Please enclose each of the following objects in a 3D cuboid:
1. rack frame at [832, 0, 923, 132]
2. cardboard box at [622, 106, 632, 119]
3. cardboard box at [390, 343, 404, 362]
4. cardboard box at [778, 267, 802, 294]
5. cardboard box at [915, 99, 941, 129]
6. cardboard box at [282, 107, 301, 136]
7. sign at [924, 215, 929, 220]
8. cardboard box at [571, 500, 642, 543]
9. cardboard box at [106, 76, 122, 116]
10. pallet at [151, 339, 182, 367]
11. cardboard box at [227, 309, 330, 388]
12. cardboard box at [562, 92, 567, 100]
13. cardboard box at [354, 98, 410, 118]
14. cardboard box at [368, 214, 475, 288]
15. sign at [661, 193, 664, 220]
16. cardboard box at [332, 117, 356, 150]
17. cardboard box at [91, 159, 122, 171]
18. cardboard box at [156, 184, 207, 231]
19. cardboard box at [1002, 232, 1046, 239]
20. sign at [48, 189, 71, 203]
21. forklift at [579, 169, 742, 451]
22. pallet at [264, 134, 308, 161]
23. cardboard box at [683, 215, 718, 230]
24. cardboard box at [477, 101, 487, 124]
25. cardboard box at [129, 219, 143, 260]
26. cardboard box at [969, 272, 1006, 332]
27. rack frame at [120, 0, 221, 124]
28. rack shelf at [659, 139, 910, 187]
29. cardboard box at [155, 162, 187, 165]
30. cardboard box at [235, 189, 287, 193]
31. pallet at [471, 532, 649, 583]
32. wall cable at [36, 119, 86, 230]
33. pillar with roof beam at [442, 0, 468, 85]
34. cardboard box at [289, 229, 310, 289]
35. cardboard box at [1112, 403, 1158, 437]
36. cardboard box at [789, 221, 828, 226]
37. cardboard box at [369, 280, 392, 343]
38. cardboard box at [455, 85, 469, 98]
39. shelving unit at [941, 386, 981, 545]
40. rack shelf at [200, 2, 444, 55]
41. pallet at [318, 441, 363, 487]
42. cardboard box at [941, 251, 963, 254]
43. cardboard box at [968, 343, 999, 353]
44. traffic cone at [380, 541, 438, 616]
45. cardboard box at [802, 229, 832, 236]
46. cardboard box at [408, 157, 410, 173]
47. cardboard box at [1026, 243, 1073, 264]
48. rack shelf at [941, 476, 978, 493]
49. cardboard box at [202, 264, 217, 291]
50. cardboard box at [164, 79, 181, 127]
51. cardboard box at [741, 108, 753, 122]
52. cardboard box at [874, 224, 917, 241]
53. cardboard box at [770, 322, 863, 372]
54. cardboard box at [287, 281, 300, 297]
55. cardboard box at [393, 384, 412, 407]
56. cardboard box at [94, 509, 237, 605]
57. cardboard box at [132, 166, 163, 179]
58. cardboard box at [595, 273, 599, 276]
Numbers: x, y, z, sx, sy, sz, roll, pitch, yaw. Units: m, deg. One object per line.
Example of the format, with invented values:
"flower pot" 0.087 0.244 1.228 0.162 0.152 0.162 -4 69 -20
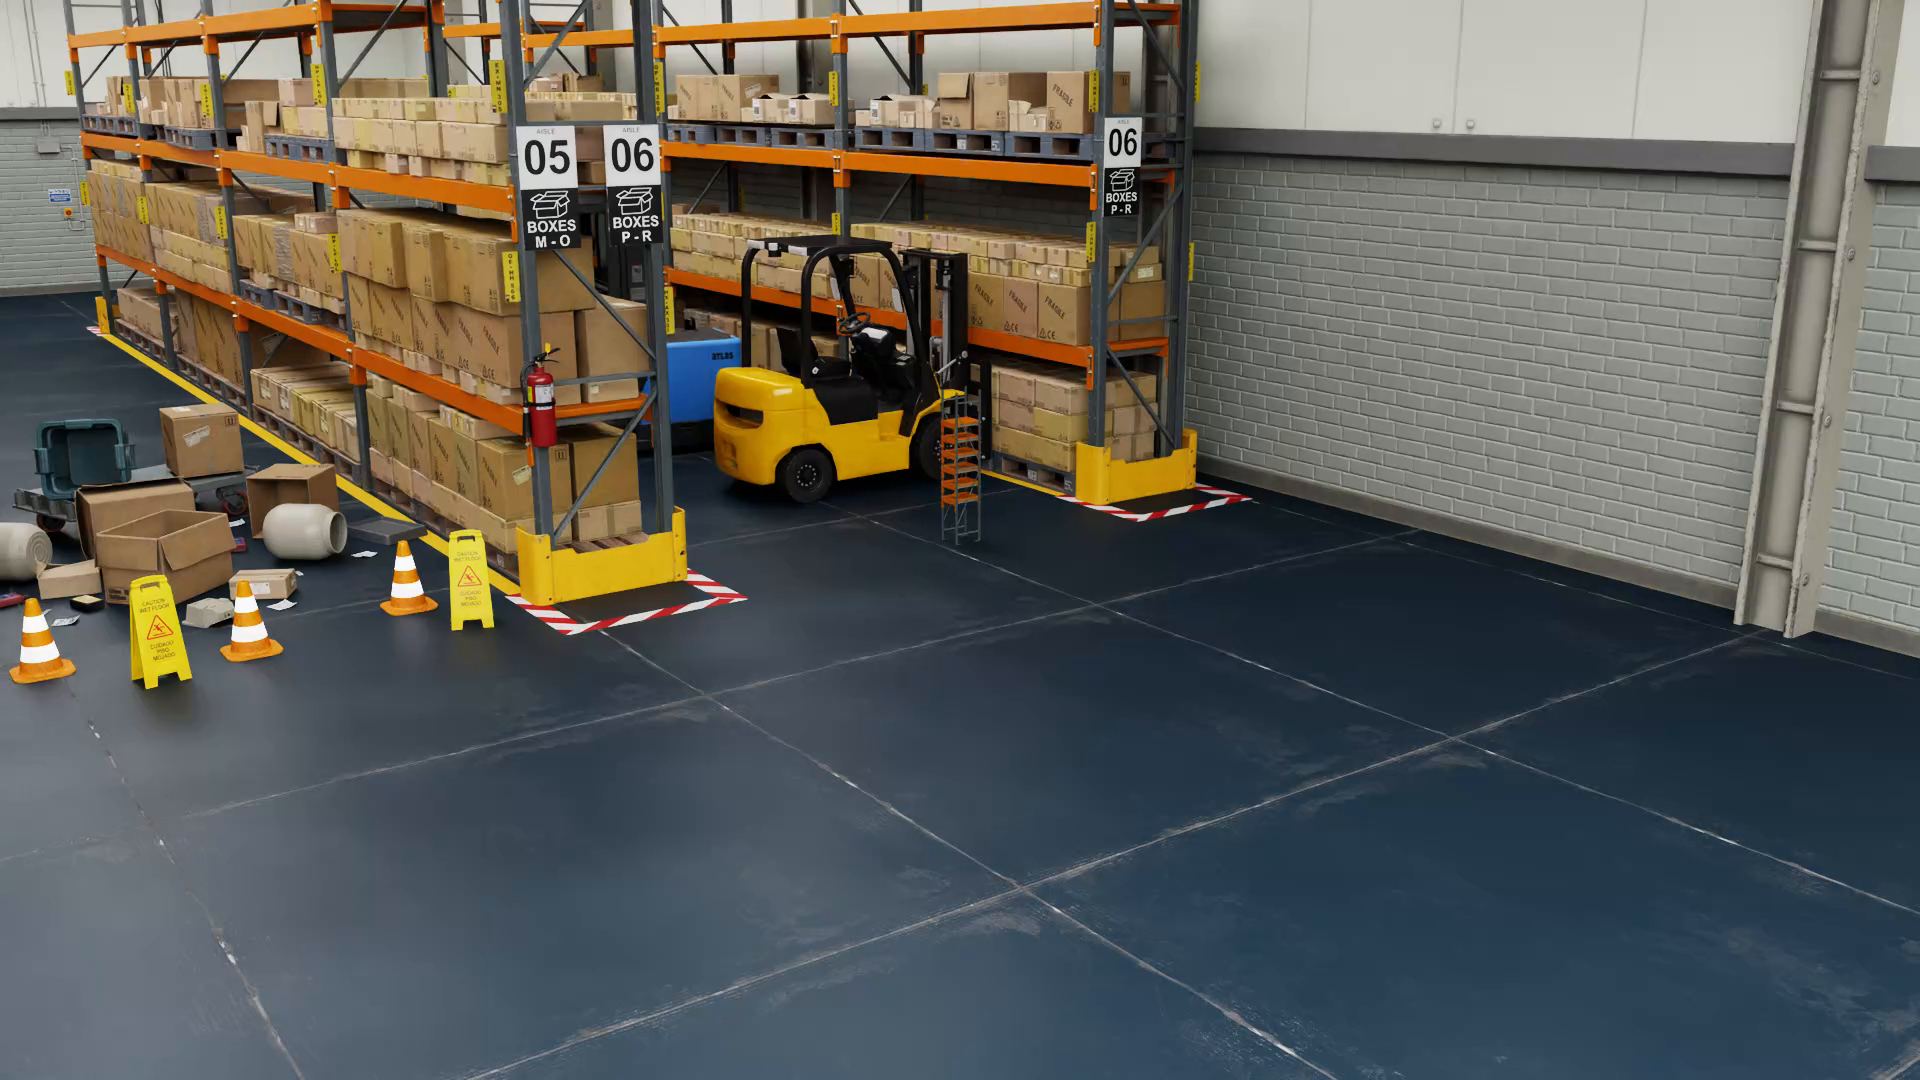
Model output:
"rack frame" -0.820 -5.616 16.550 1.000 3.000 0.127 -11 19 -35
"cardboard box" -4.027 -5.347 20.776 0.380 0.149 0.250 -11 19 -35
"cardboard box" -4.419 -1.557 13.559 0.380 0.149 0.250 -10 18 -33
"cardboard box" -1.628 -2.824 17.996 0.500 0.250 0.500 -11 19 -35
"cardboard box" -0.193 -3.991 15.565 0.396 0.266 0.258 -11 19 -36
"cardboard box" -5.886 -3.849 15.262 0.500 0.250 0.500 -11 19 -34
"sign" -0.372 -3.265 17.533 0.100 0.325 0.005 -11 19 -35
"cardboard box" -2.732 -0.189 12.497 0.500 0.250 0.500 -11 19 -35
"cardboard box" -10.824 -5.806 21.751 0.500 0.500 0.500 -10 18 -34
"pallet" -9.920 -2.489 21.771 1.003 0.211 1.213 -11 19 -35
"cardboard box" -7.524 -2.144 18.456 0.875 0.875 0.875 -11 19 -35
"cardboard box" -5.003 -5.816 21.889 0.380 0.149 0.250 -11 19 -34
"cardboard box" -4.587 -3.435 13.228 0.380 0.149 0.250 -12 19 -36
"cardboard box" -4.194 -2.274 13.055 0.700 0.500 0.500 -11 19 -36
"sign" -3.605 -4.011 20.005 0.100 0.325 0.005 -11 19 -35
"cardboard box" -4.796 -3.333 13.610 0.500 0.250 0.500 -11 19 -36
"cardboard box" -11.904 -5.238 23.222 0.380 0.149 0.250 -10 18 -33
"cardboard box" -9.189 -3.947 19.733 0.500 0.500 0.500 -11 19 -35
"cardboard box" 0.621 -2.813 15.689 0.380 0.149 0.250 -11 19 -34
"sign" -15.298 -5.850 28.257 0.327 0.218 0.001 -11 19 -35
"forklift" -3.677 -2.289 15.887 3.031 2.935 1.130 -7 17 -24
"pallet" -5.722 -3.677 15.502 1.213 0.211 1.003 -11 19 -35
"cardboard box" -3.065 -3.767 19.741 0.380 0.149 0.250 -10 18 -33
"cardboard box" -3.039 -2.895 11.255 0.380 0.149 0.250 -10 18 -34
"cardboard box" -10.323 -3.876 21.368 0.500 0.500 0.500 -11 19 -36
"cardboard box" 0.431 -2.203 15.253 0.500 0.500 0.500 -11 19 -36
"rack frame" -9.537 -6.553 19.974 1.000 3.000 0.127 -11 19 -35
"rack shelf" -1.996 -4.250 18.601 1.077 0.370 4.000 -11 19 -35
"cardboard box" -10.582 -4.989 22.309 0.380 0.149 0.250 -10 18 -33
"cardboard box" -7.868 -3.697 18.817 0.500 0.500 0.500 -10 18 -33
"pallet" -2.975 0.052 12.485 1.003 0.211 1.213 -11 19 -35
"wall cable" -15.223 -6.219 28.134 0.585 1.953 0.123 -11 19 -35
"pillar with roof beam" -12.214 -8.226 26.086 9.100 9.000 0.400 -11 19 -35
"cardboard box" -5.881 -2.626 15.439 0.500 0.500 0.500 -10 18 -33
"cardboard box" 1.423 -1.119 14.947 0.500 0.250 0.500 -10 18 -34
"cardboard box" -1.712 -3.525 18.855 0.380 0.149 0.250 -11 19 -34
"cardboard box" -4.486 -1.902 13.592 0.500 0.500 0.500 -11 19 -35
"cardboard box" -7.228 -6.694 24.942 0.500 0.250 0.500 -11 19 -35
"shelving unit" 0.009 -0.576 12.906 0.258 1.200 0.189 -11 19 -35
"rack shelf" -6.009 -4.732 15.440 1.077 0.370 4.000 -11 19 -35
"pallet" -5.292 -0.773 15.499 1.003 0.211 1.213 -11 19 -35
"cardboard box" 0.048 -2.642 15.628 0.380 0.149 0.250 -11 19 -36
"cardboard box" 0.222 -1.790 16.454 0.500 0.250 0.500 -11 19 -34
"traffic cone" -3.777 0.235 11.342 0.336 0.463 0.334 -11 19 -35
"cardboard box" -1.468 -3.235 17.796 0.380 0.149 0.250 -11 19 -35
"cardboard box" -3.940 -2.842 12.573 0.380 0.149 0.250 -11 19 -34
"cardboard box" 0.805 -2.516 14.607 0.380 0.149 0.250 -10 18 -33
"rack shelf" 0.009 -0.417 12.950 0.258 0.103 0.180 -11 19 -35
"cardboard box" -8.005 -2.908 18.302 0.500 0.250 0.500 -10 18 -34
"cardboard box" -8.456 -4.835 18.391 0.500 0.500 0.500 -11 19 -34
"cardboard box" -2.166 -4.651 18.198 0.380 0.149 0.250 -11 19 -35
"cardboard box" -0.631 -3.074 16.644 0.380 0.149 0.250 -11 19 -34
"cardboard box" -1.586 -2.056 18.611 0.875 0.625 0.625 -11 19 -35
"cardboard box" -6.233 -2.436 15.975 0.380 0.149 0.250 -10 18 -33
"cardboard box" -4.376 -1.189 13.502 0.380 0.149 0.250 -10 18 -32
"cardboard box" -5.562 0.125 11.668 0.637 0.503 0.797 4 16 13
"cardboard box" -10.344 -4.699 21.249 0.380 0.149 0.250 -11 19 -35
"cardboard box" -5.074 -3.707 23.649 0.380 0.149 0.250 -12 19 -37
